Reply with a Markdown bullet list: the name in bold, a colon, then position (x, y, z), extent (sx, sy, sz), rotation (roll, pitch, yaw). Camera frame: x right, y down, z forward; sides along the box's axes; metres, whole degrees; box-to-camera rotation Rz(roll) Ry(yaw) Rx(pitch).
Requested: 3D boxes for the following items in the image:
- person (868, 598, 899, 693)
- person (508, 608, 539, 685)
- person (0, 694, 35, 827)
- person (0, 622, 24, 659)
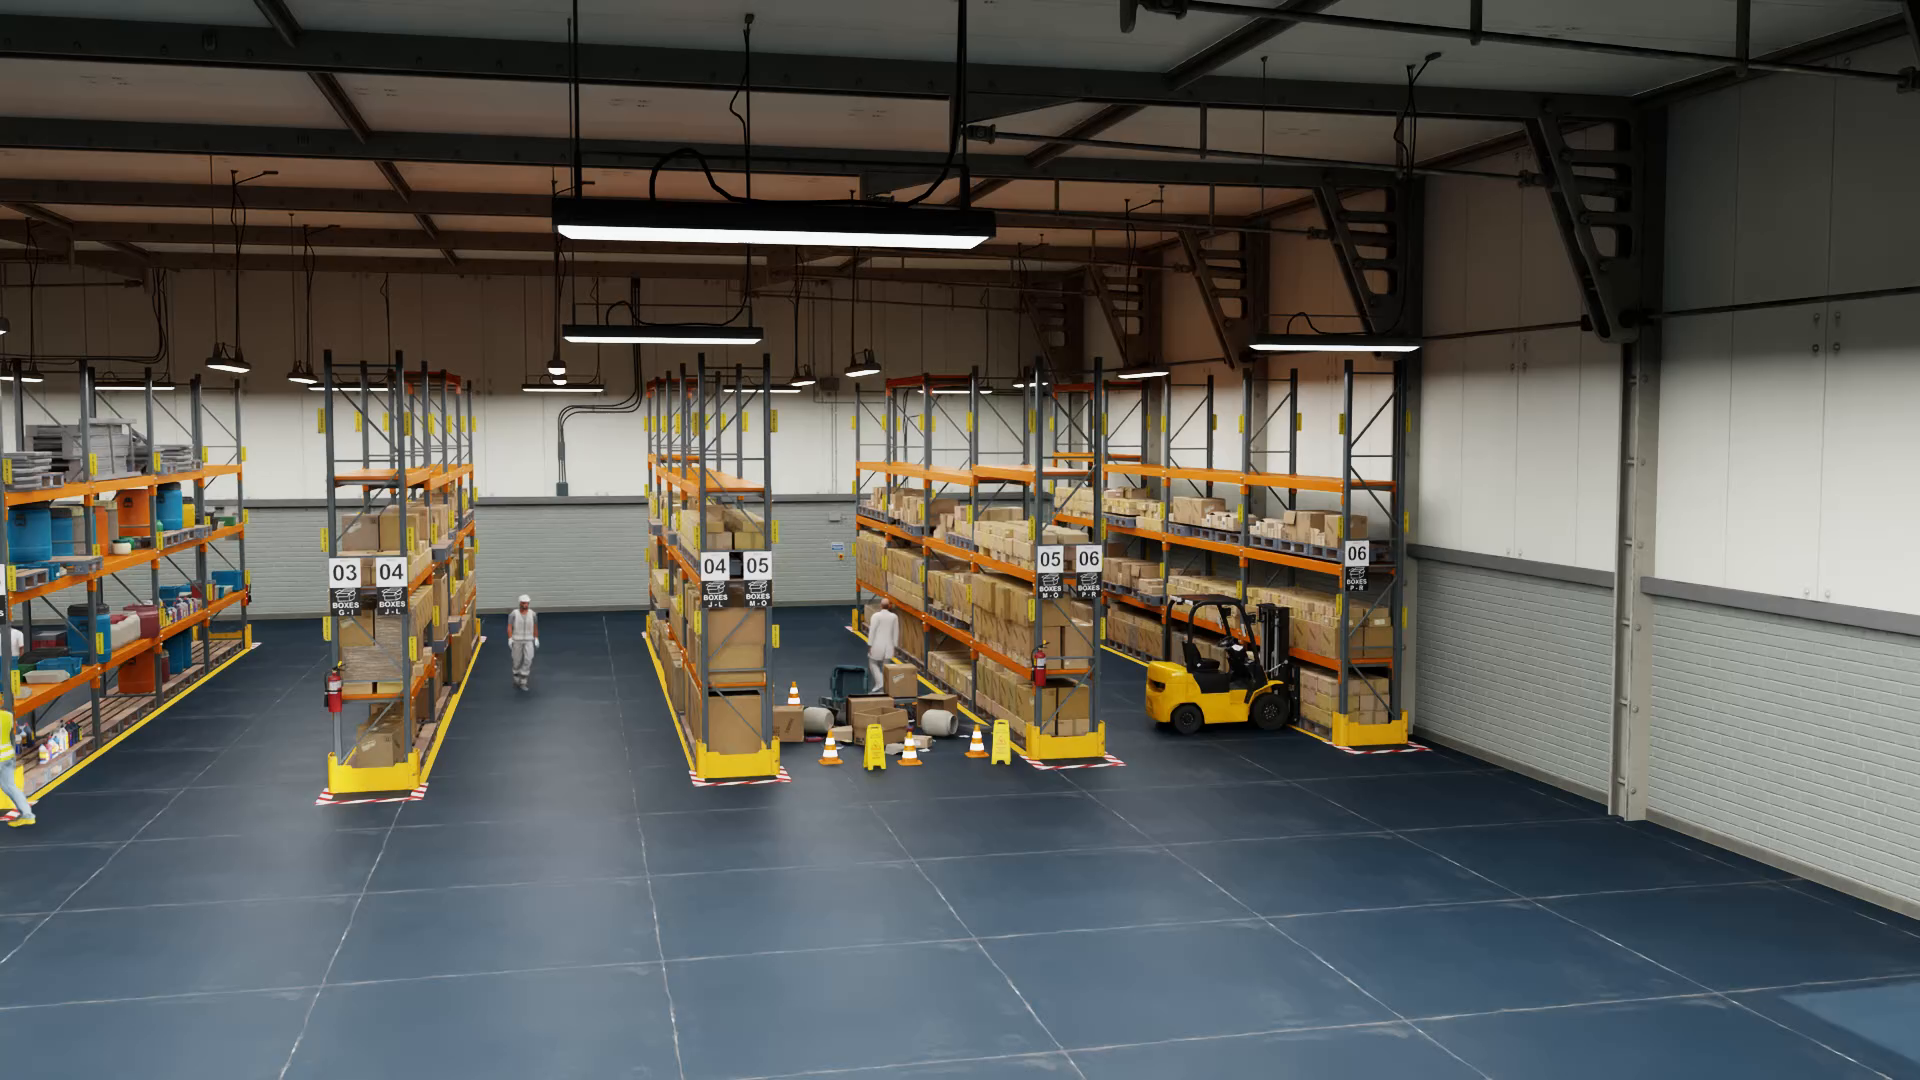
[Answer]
- **person**: position (-1.415, 1.968, 30.703), extent (0.620, 1.773, 0.516), rotation (-1, 4, -19)
- **person**: position (-8.309, 2.014, 31.624), extent (0.619, 1.459, 0.563), rotation (-2, 4, -26)
- **person**: position (-11.943, 2.713, 20.526), extent (0.884, 1.746, 0.577), rotation (0, 4, -2)
- **person**: position (-16.348, 2.180, 28.456), extent (0.598, 1.730, 0.766), rotation (-2, 4, -22)
